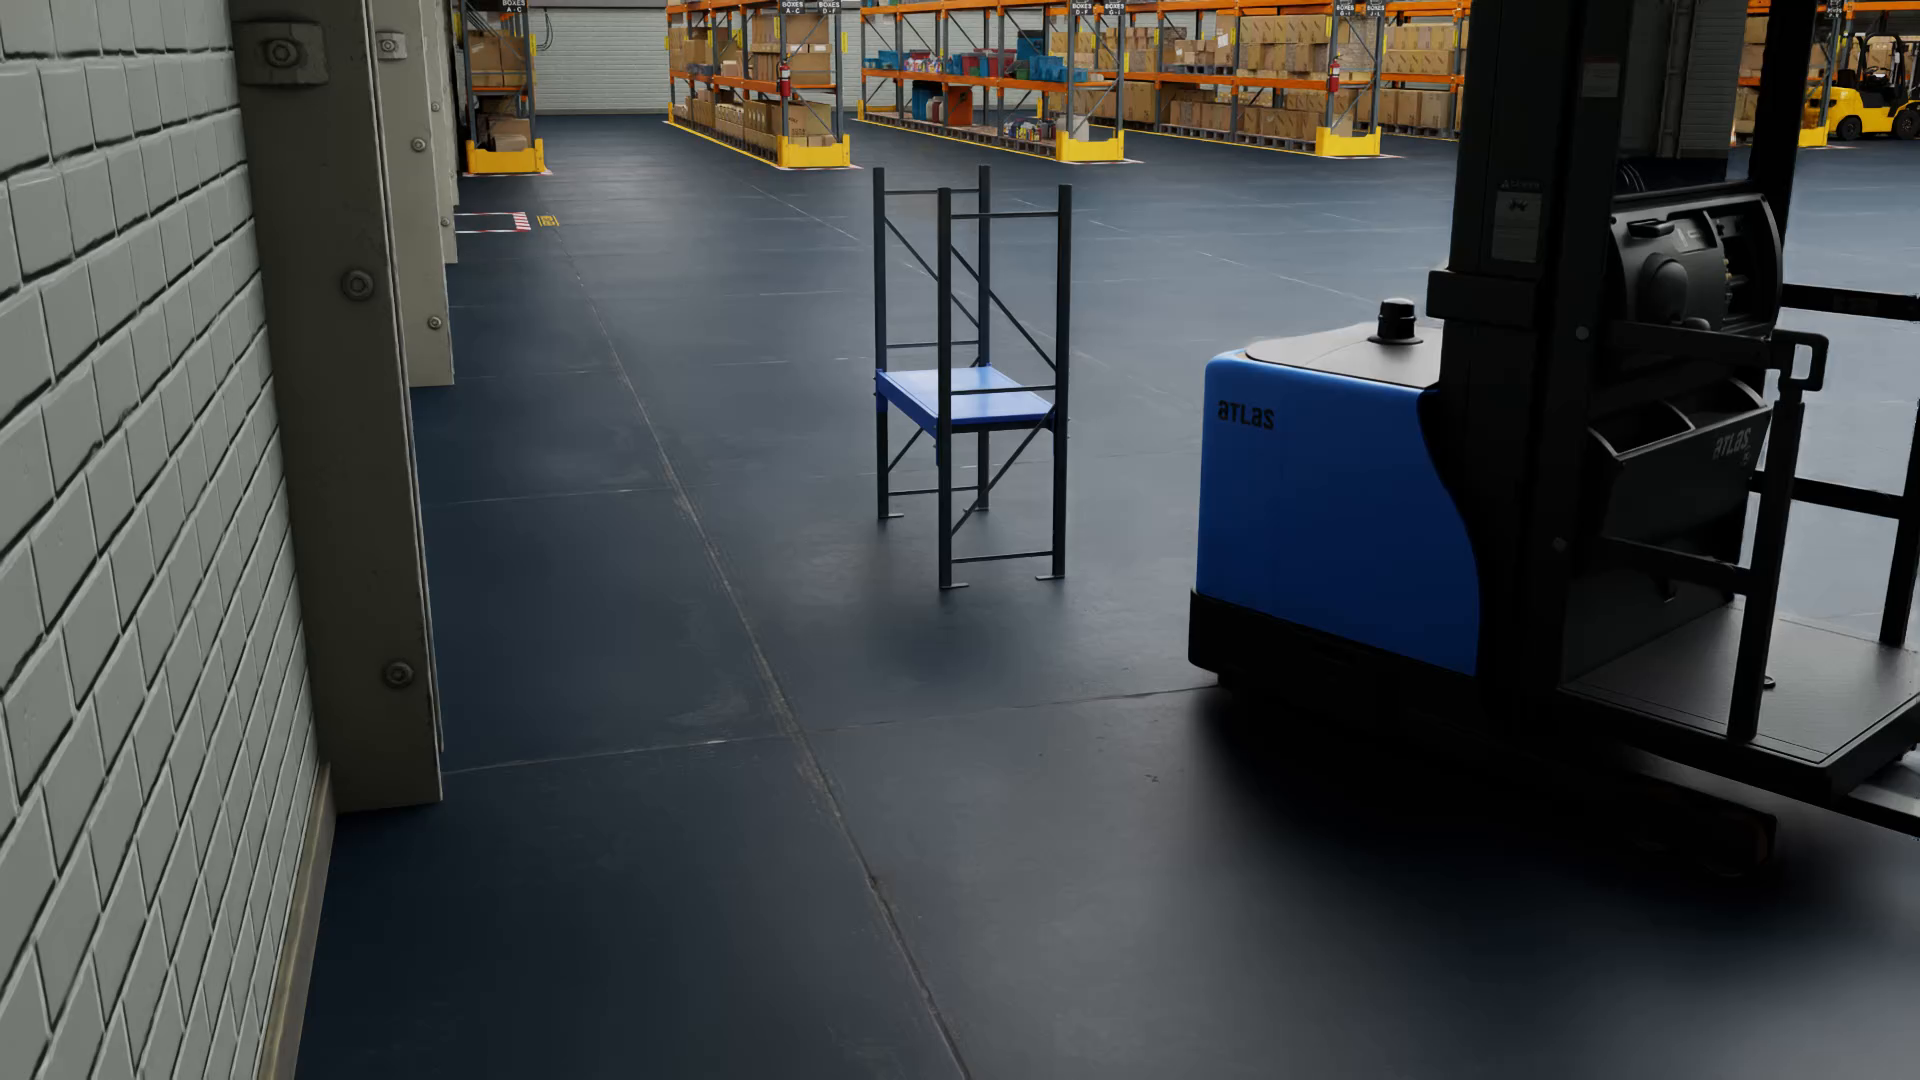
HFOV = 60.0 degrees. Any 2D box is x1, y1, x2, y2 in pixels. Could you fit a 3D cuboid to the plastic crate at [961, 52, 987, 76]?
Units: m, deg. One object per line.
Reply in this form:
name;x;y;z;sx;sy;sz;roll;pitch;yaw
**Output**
plastic crate;0.280;-9.831;34.355;0.402;0.464;0.583;-5;17;-15

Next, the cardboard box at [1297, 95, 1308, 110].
cardboard box;8.685;-10.766;41.194;0.500;0.500;0.500;-4;17;-13

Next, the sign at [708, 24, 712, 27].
sign;-6.293;-12.838;41.915;0.100;0.325;0.005;-5;17;-15

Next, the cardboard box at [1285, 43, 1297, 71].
cardboard box;6.618;-9.065;31.226;0.875;0.500;0.500;-5;17;-15

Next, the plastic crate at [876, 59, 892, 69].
plastic crate;-1.873;-11.891;41.512;0.416;0.233;0.300;-5;17;-15

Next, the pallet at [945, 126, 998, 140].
pallet;0.306;-8.719;35.610;1.003;0.211;1.213;-5;17;-15

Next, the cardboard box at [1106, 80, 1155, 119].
cardboard box;4.235;-10.530;39.758;1.225;0.875;0.875;-5;18;-17

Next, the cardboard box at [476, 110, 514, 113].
cardboard box;-8.806;-7.881;31.554;0.700;0.500;0.500;-4;17;-15

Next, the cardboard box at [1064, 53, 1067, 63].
cardboard box;2.999;-12.366;42.649;0.500;0.250;0.500;-5;17;-16

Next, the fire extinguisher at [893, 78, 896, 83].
fire extinguisher;-1.673;-12.346;43.623;0.296;0.674;0.183;-5;17;-15

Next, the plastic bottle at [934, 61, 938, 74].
plastic bottle;-0.522;-10.439;36.714;0.097;0.271;0.097;0;17;0

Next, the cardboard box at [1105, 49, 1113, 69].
cardboard box;3.818;-11.531;39.953;0.500;0.500;0.500;-5;17;-15

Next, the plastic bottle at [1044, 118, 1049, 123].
plastic bottle;1.684;-7.952;32.050;0.144;0.351;0.185;-5;17;-17

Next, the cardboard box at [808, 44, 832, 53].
cardboard box;-2.336;-8.152;27.576;0.380;0.149;0.250;-5;17;-16

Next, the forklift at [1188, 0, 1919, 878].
forklift;2.107;-0.728;4.281;1.130;2.935;3.031;-15;22;-40

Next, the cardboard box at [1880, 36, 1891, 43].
cardboard box;20.304;-10.909;36.235;0.380;0.149;0.250;-4;17;-14

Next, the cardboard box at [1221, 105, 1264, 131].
cardboard box;5.844;-8.742;34.420;0.700;0.500;0.500;-6;18;-20

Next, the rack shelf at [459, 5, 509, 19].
rack shelf;-9.945;-11.133;34.839;1.077;0.370;4.000;-5;17;-15

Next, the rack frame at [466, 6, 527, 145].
rack frame;-8.296;-8.382;29.642;1.000;3.000;0.127;-5;17;-15

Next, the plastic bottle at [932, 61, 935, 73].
plastic bottle;-0.576;-10.493;36.893;0.097;0.271;0.097;0;17;0

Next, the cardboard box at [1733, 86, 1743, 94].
cardboard box;15.917;-9.155;33.833;0.380;0.149;0.250;-4;17;-14

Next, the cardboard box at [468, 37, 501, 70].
cardboard box;-7.531;-7.686;26.247;0.500;0.500;0.500;-5;17;-16

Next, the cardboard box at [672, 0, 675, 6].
cardboard box;-6.671;-13.019;40.125;0.500;0.250;0.500;-5;17;-15

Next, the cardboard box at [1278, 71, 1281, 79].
cardboard box;6.299;-8.874;31.716;0.380;0.149;0.250;-5;17;-15

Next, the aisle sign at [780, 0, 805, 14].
aisle sign;-2.699;-8.872;26.754;0.394;0.787;0.004;-5;17;-15

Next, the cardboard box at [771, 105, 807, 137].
cardboard box;-2.868;-7.036;27.908;0.500;0.500;0.500;-5;17;-15

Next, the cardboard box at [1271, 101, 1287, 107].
cardboard box;8.198;-11.174;42.645;0.380;0.149;0.250;-4;17;-14

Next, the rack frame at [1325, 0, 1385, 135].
rack frame;7.091;-8.450;29.869;1.000;3.000;0.127;-5;17;-15

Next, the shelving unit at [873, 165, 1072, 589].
shelving unit;0.023;-0.695;6.658;0.538;1.500;1.048;-5;17;-15

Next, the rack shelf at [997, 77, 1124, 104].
rack shelf;1.779;-8.267;30.511;1.077;0.370;4.000;-5;17;-15

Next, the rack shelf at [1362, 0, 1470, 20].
rack shelf;10.239;-11.566;36.279;1.077;0.370;4.000;-5;17;-15

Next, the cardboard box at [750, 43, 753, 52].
cardboard box;-3.646;-9.043;30.543;0.380;0.149;0.250;-5;17;-15

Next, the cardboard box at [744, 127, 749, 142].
cardboard box;-3.698;-7.506;30.777;0.500;0.250;0.500;-5;17;-15

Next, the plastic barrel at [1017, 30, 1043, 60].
plastic barrel;1.415;-9.536;32.612;0.600;0.901;0.708;-5;17;-15

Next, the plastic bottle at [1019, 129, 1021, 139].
plastic bottle;1.160;-7.647;31.295;0.097;0.201;0.097;0;17;0

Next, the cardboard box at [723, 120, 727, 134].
cardboard box;-4.484;-8.315;33.468;0.500;0.250;0.500;-5;17;-17

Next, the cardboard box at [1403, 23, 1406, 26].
cardboard box;12.368;-14.089;45.602;0.380;0.149;0.250;-5;17;-15

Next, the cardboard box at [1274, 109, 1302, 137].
cardboard box;6.474;-8.123;32.397;0.500;0.500;0.500;-6;18;-20

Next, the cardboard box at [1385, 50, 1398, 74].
cardboard box;9.834;-10.650;37.018;0.500;0.500;0.500;-5;17;-15

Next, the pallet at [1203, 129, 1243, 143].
pallet;5.777;-8.436;34.670;1.003;0.211;1.213;-5;17;-15

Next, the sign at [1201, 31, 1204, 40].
sign;5.412;-11.225;37.232;0.100;0.325;0.005;-5;17;-15

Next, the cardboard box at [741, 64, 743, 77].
cardboard box;-3.952;-8.939;31.729;0.396;0.266;0.258;-5;17;-17

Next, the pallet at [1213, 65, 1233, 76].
pallet;5.922;-9.688;34.322;1.003;0.211;1.213;-5;17;-15

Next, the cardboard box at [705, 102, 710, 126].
cardboard box;-5.258;-9.278;36.205;0.500;0.500;0.500;-5;18;-17

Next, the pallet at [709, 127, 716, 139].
pallet;-4.802;-8.755;35.731;1.003;0.211;1.213;-5;17;-15

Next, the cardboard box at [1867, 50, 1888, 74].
cardboard box;20.322;-10.495;36.504;0.500;0.500;0.500;-4;17;-14

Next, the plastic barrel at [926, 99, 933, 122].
plastic barrel;-0.572;-9.877;38.212;0.421;0.512;0.421;0;17;0

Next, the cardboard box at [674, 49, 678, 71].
cardboard box;-6.681;-11.717;40.570;0.500;0.500;0.500;-5;17;-15

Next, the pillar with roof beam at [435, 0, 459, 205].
pillar with roof beam;-2.433;-8.954;21.120;9.100;9.000;0.400;-5;17;-15

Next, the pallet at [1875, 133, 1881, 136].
pallet;20.470;-9.175;37.129;1.003;0.211;1.213;-5;17;-15

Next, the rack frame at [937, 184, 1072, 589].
rack frame;0.163;-0.554;6.190;0.500;1.500;0.032;-5;17;-15

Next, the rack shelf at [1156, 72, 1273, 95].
rack shelf;5.442;-9.765;35.498;1.077;0.370;4.000;-5;17;-15
